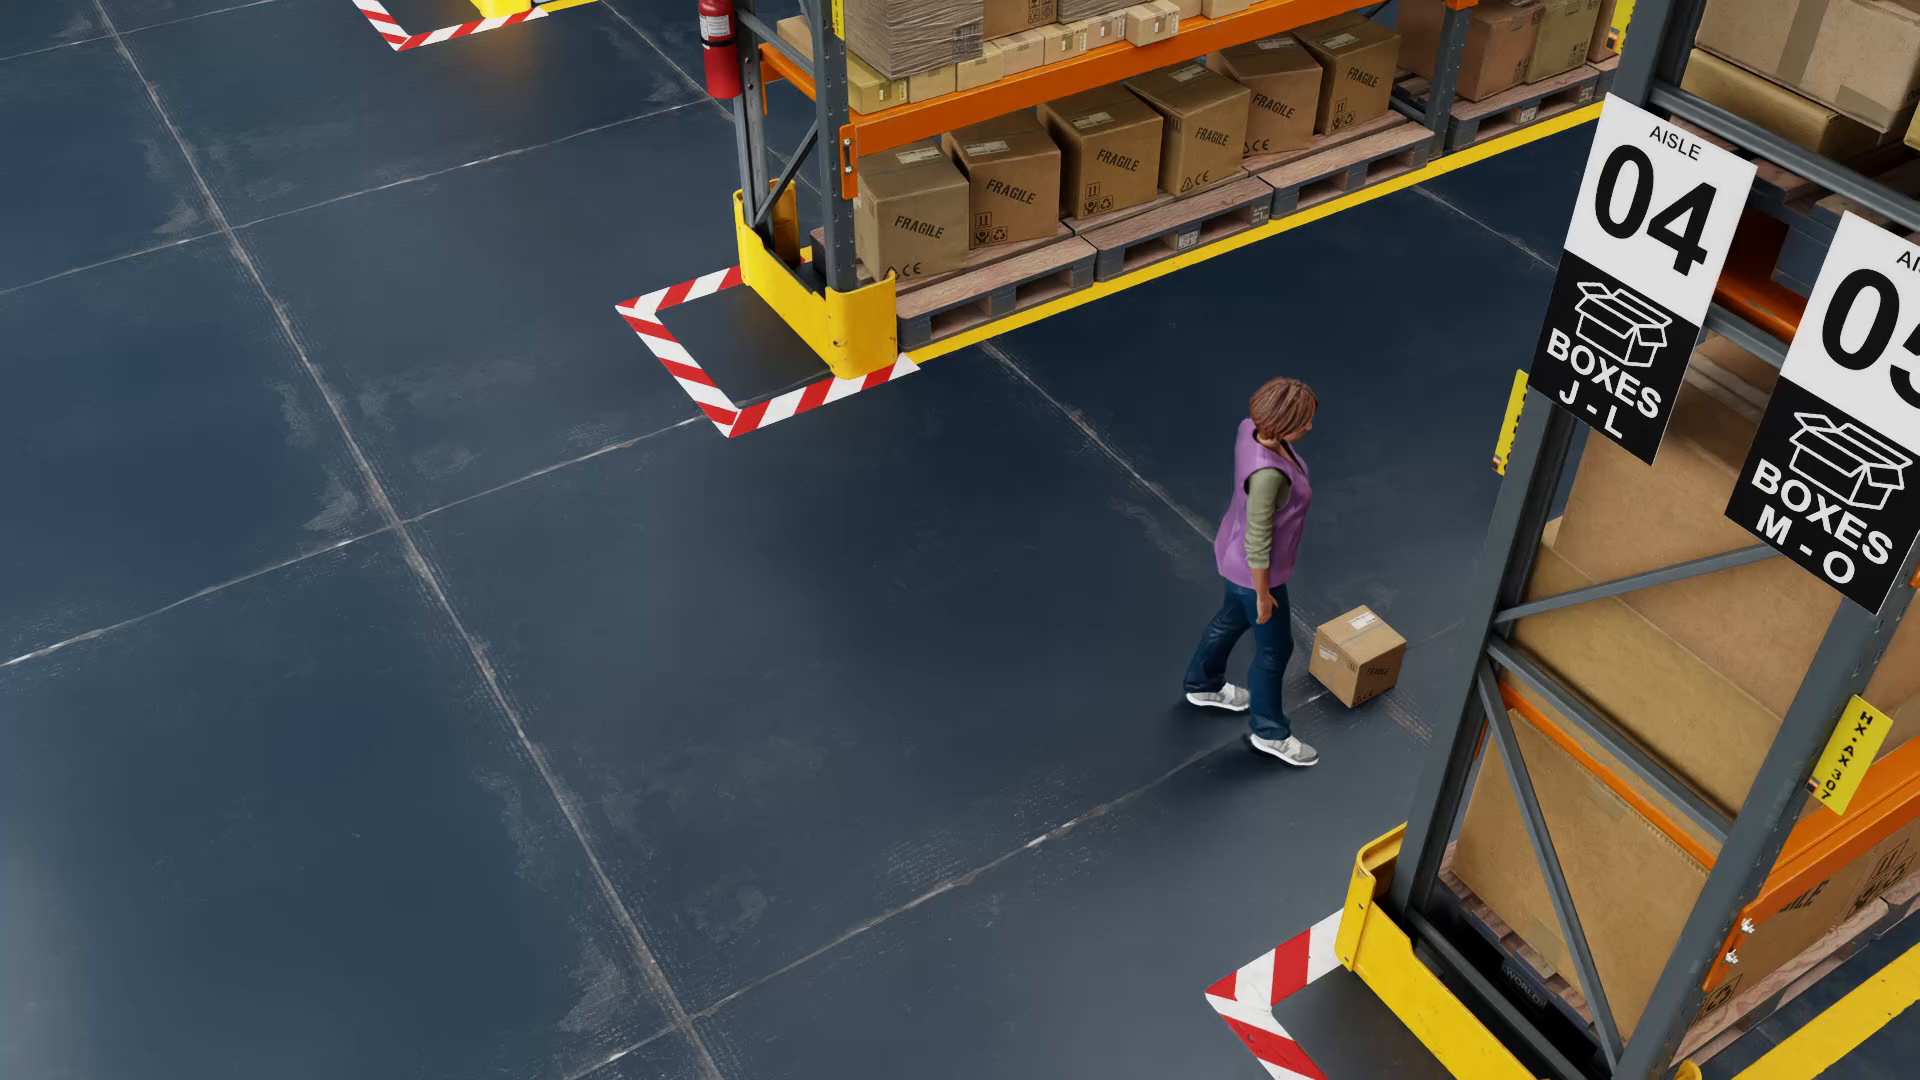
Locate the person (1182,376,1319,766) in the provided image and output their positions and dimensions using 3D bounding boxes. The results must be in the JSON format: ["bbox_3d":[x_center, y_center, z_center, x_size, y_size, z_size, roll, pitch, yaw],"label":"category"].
[{"bbox_3d":[1.132,0.108,6.033,0.518,1.610,0.473,2,41,3],"label":"person"}]
